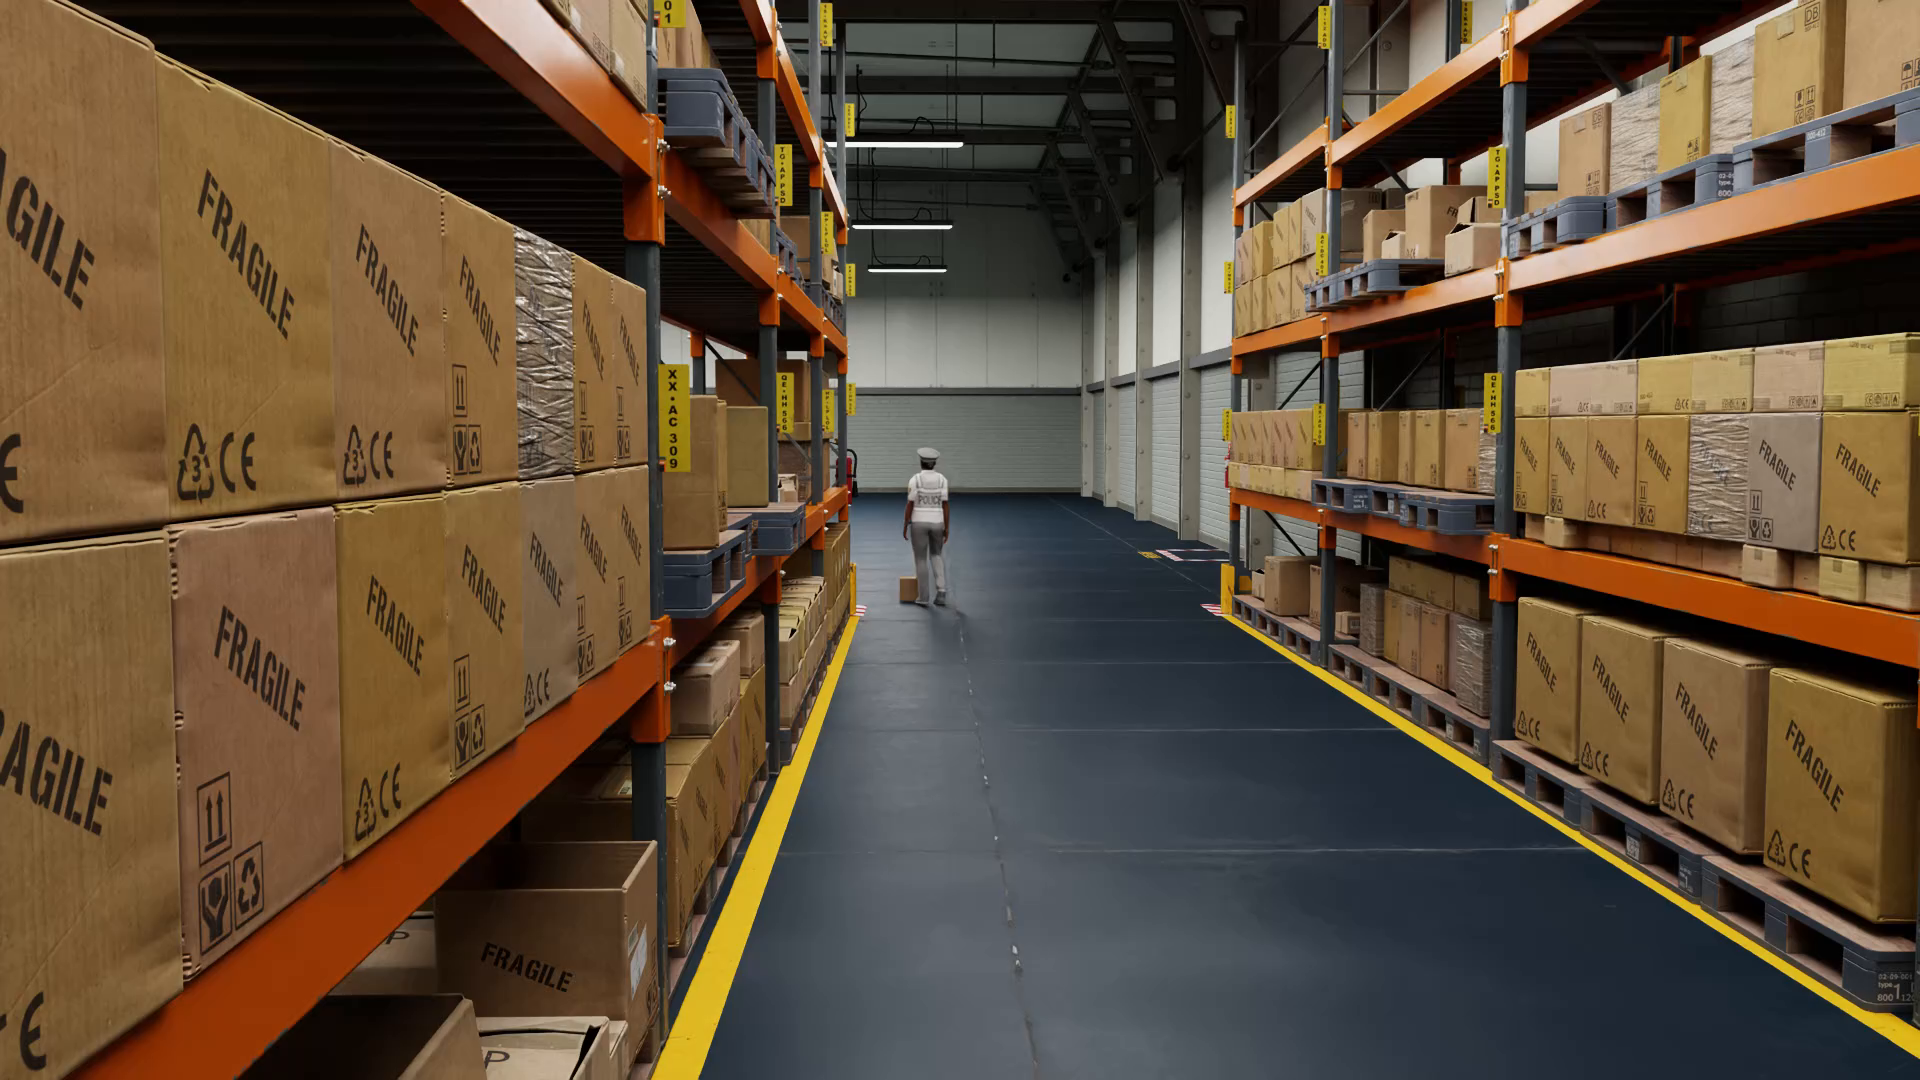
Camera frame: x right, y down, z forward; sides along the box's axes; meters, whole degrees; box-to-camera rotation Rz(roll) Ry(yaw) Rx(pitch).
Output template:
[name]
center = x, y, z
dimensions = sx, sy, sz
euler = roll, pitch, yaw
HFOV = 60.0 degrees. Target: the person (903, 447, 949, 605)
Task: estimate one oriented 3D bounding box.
[person]
center = -0.372, -0.137, 17.839
dimensions = 0.465, 1.718, 0.411
euler = -1, 4, -19
